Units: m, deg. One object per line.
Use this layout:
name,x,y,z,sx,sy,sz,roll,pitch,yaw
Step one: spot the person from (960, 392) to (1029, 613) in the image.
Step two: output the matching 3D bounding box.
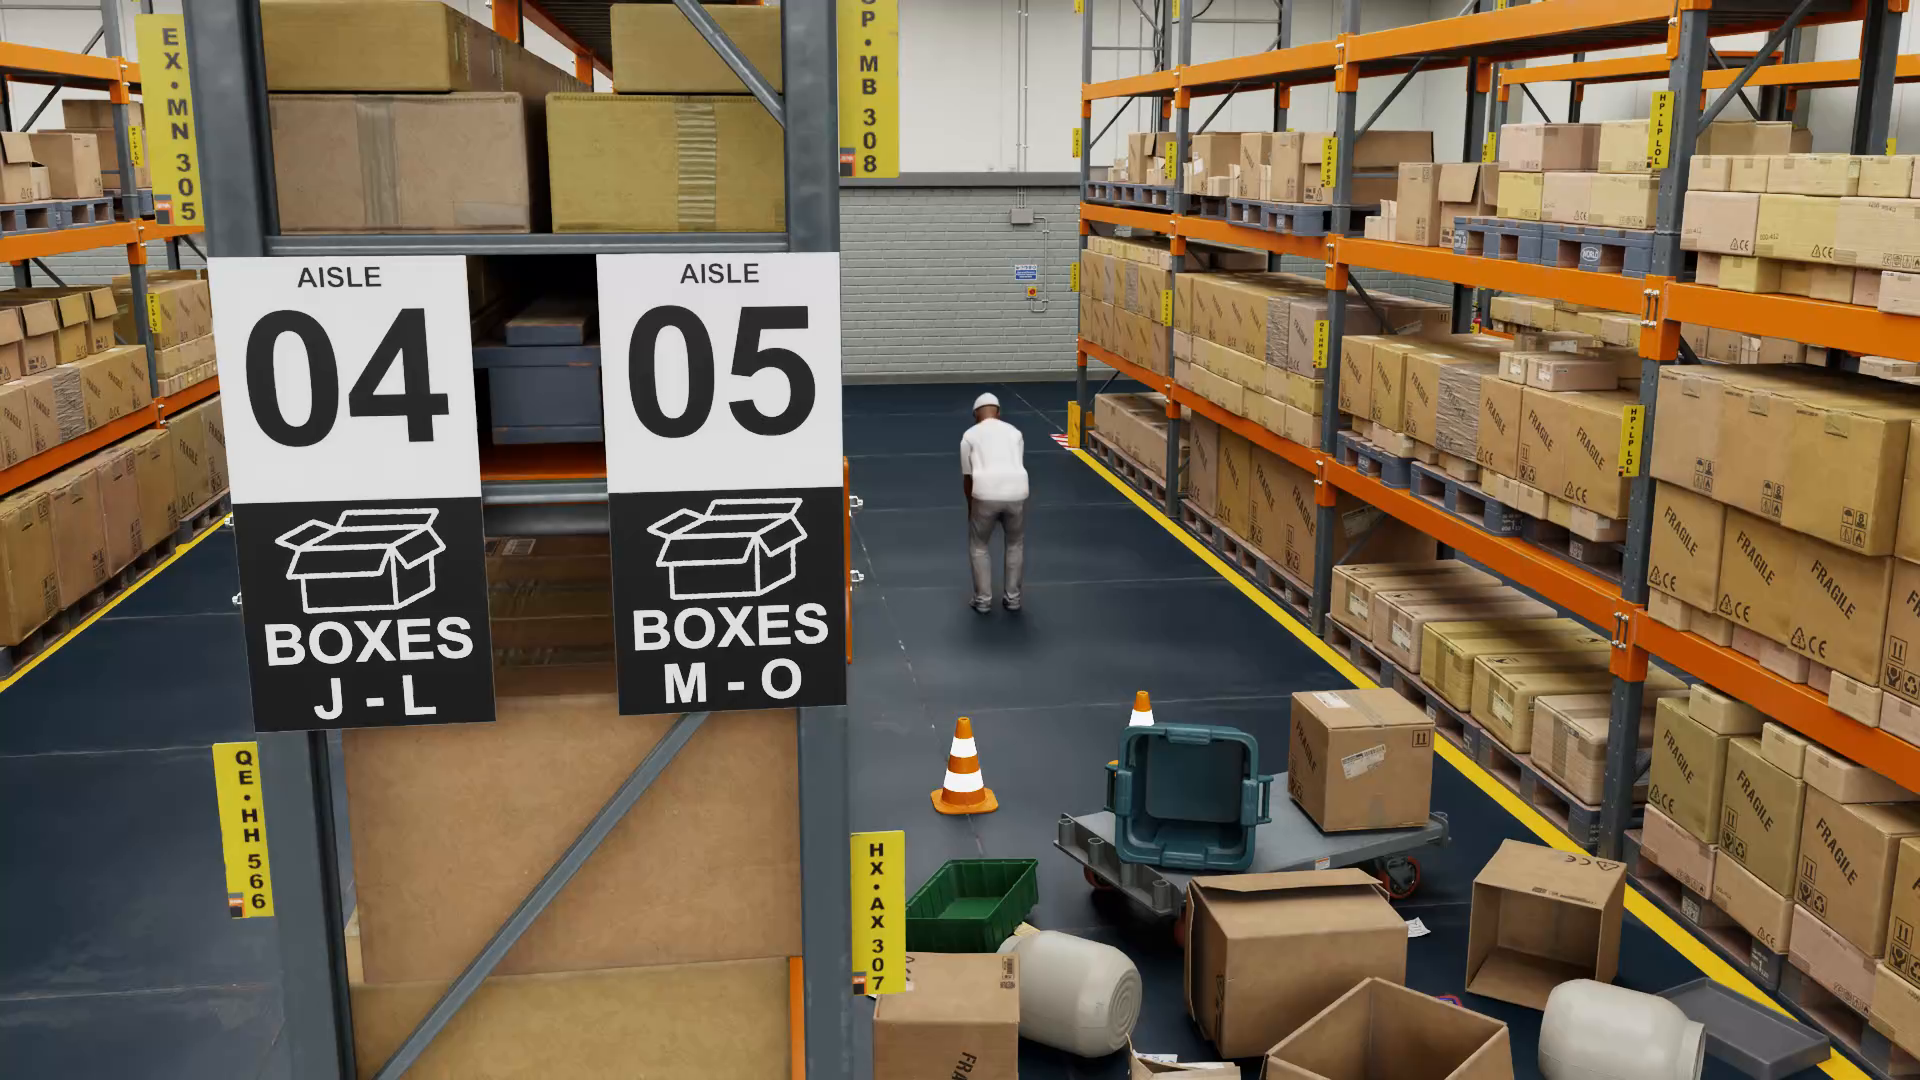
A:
person,0.247,-0.293,12.579,0.488,1.590,0.761,-2,13,-10
